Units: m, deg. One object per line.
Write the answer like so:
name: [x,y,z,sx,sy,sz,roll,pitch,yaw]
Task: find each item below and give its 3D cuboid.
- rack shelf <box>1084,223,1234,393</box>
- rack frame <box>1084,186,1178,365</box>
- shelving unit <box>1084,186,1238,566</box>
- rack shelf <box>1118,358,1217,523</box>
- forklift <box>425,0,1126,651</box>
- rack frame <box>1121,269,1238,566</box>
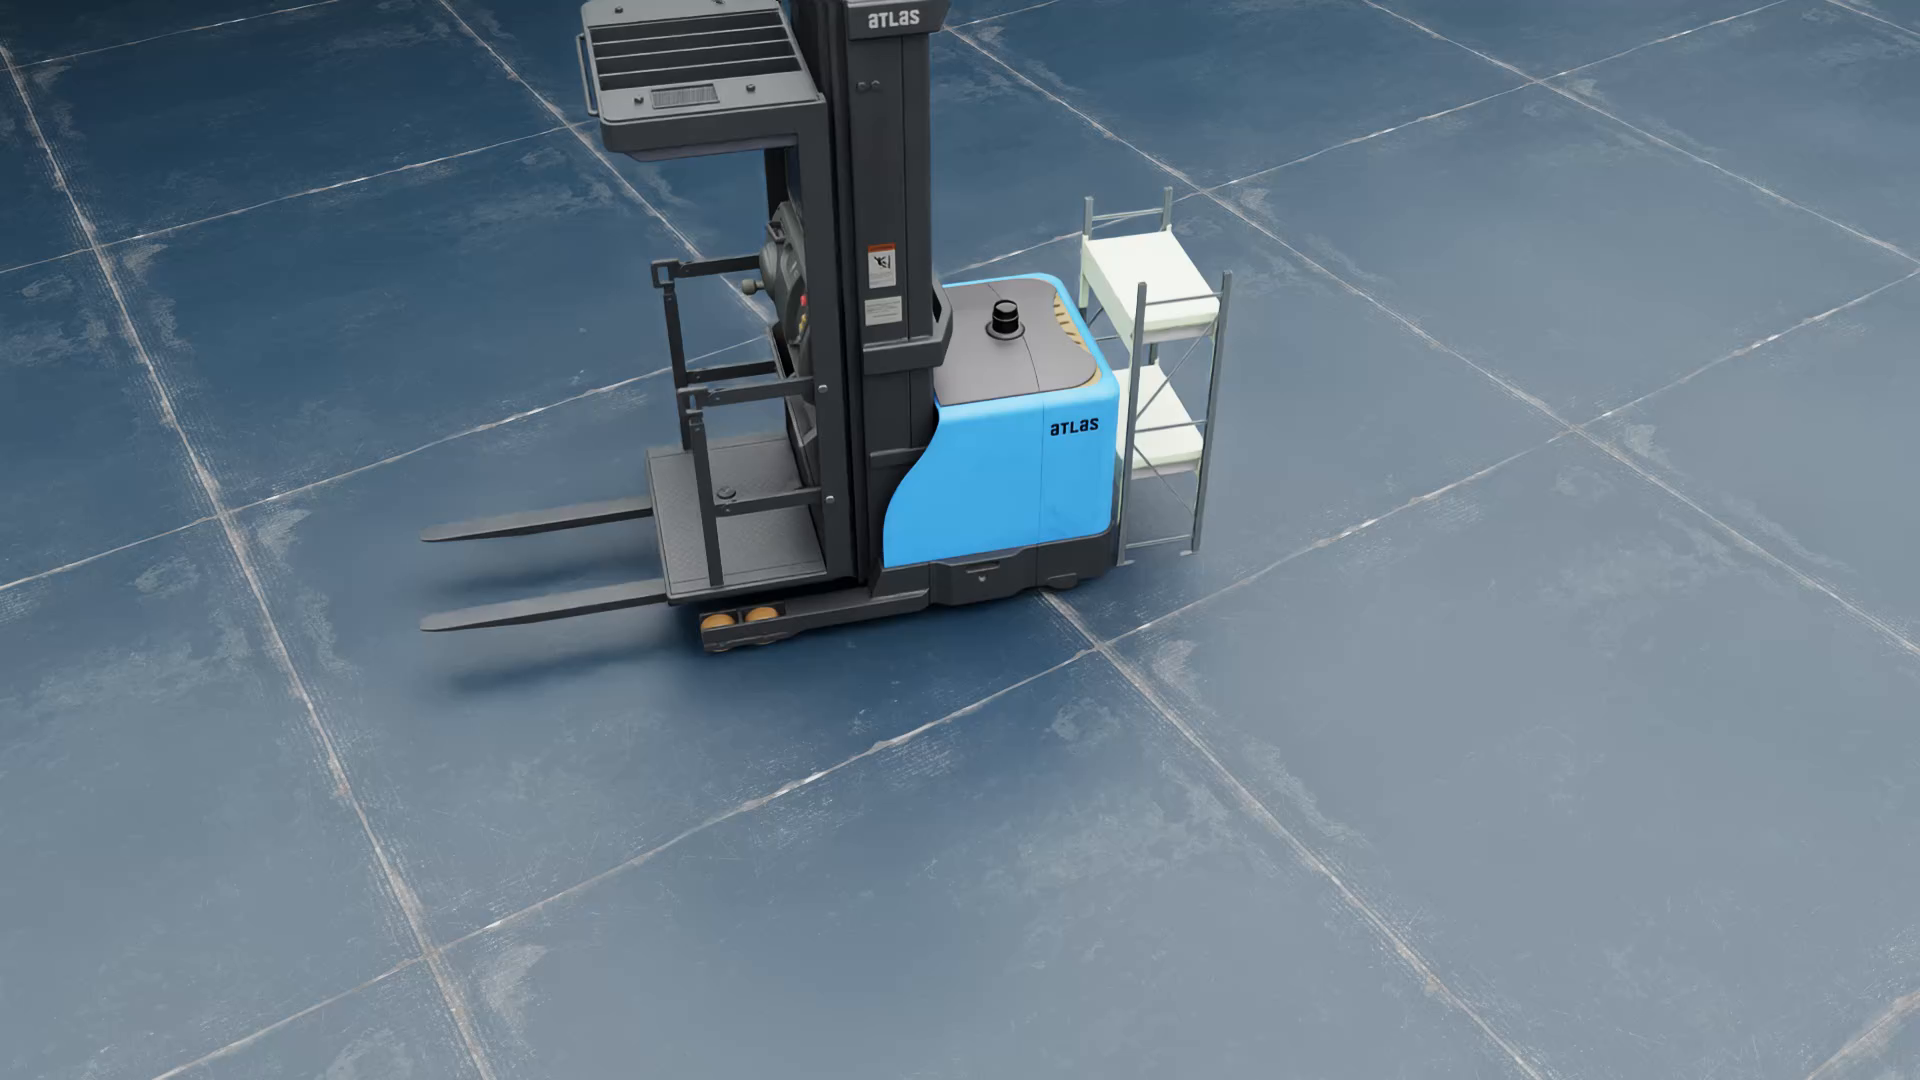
rack shelf: [0.852,-1.021,7.254,0.431,0.370,0.720,-9,41,-11]
rack frame: [0.764,-0.949,7.777,0.400,1.500,0.023,-9,41,-11]
shelving unit: [0.851,-0.721,7.504,0.431,1.500,0.755,-9,41,-11]
rack shelf: [0.851,-0.471,7.713,0.431,0.370,0.720,-9,41,-11]
forklift: [-0.865,-1.019,6.743,3.031,2.935,1.130,-9,41,-11]
rack frame: [0.939,-0.494,7.231,0.400,1.500,0.023,-9,41,-11]
